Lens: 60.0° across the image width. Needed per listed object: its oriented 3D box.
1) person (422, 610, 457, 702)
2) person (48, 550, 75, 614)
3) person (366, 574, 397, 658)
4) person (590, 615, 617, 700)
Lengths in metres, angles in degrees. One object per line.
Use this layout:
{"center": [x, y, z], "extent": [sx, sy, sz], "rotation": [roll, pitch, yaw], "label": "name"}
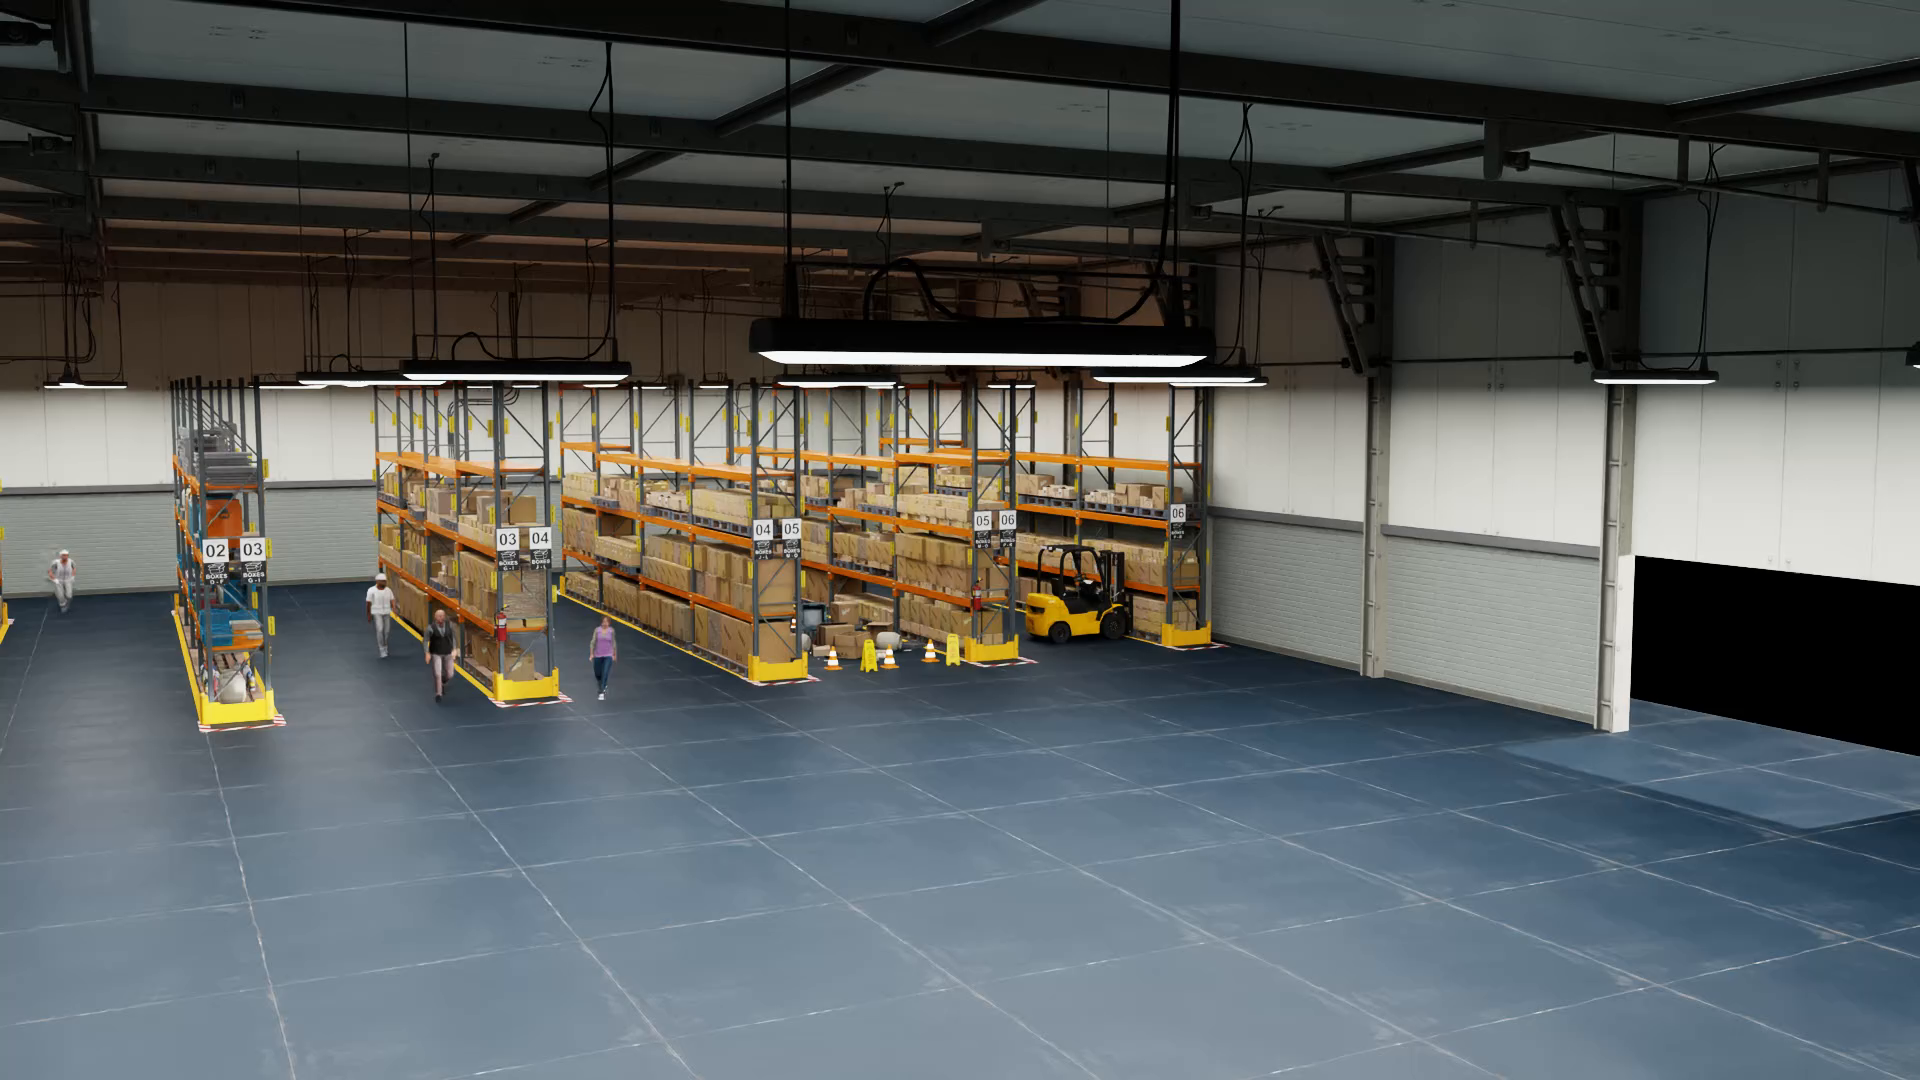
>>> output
{"center": [-9.694, 2.131, 30.974], "extent": [0.624, 1.702, 0.639], "rotation": [-3, 6, -31], "label": "person"}
{"center": [-23.170, 1.074, 42.912], "extent": [0.627, 1.677, 0.668], "rotation": [-3, 6, -30], "label": "person"}
{"center": [-12.531, 1.636, 36.216], "extent": [0.594, 1.772, 0.732], "rotation": [-5, 7, -42], "label": "person"}
{"center": [-6.670, 2.177, 31.119], "extent": [0.482, 1.552, 0.843], "rotation": [-1, 5, -8], "label": "person"}
